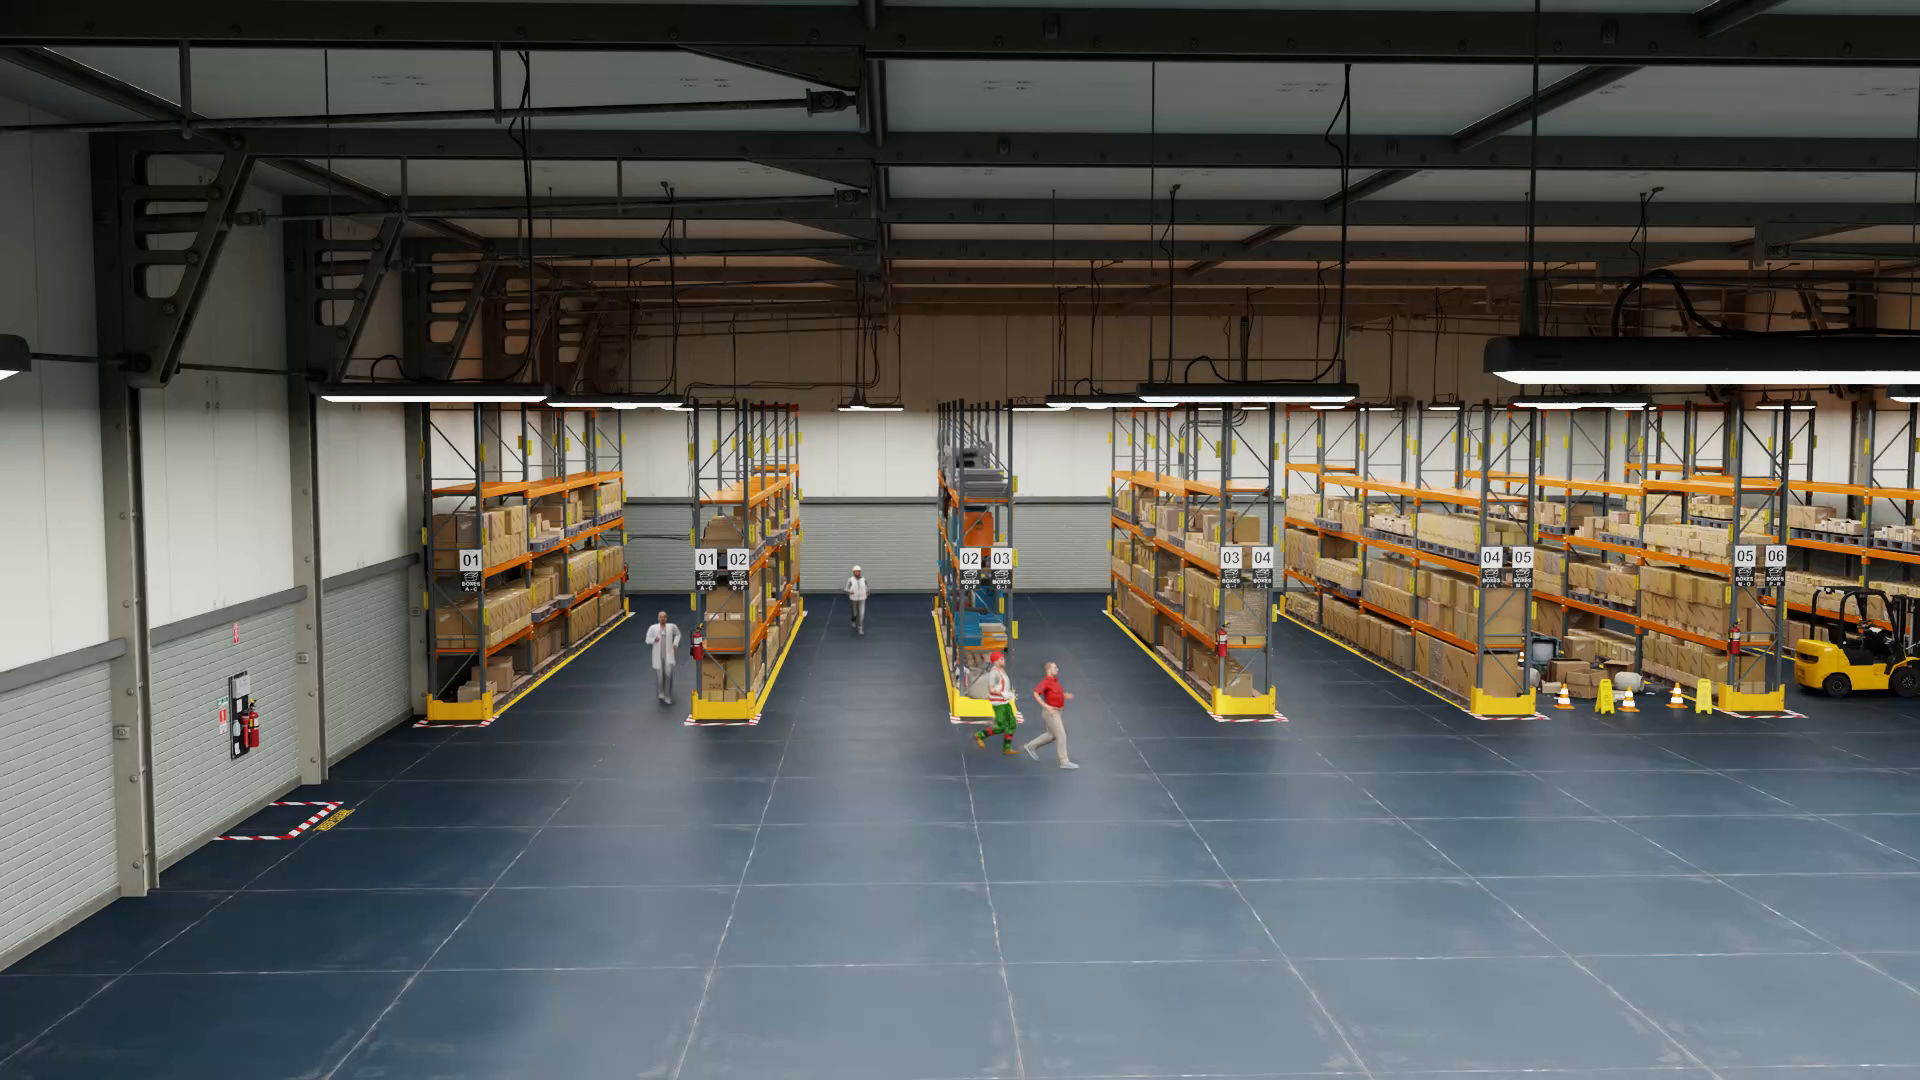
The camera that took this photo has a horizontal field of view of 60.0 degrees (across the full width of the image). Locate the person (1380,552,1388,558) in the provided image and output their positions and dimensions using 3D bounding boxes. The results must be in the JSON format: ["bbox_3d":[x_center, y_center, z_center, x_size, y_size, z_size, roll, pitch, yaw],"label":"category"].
[{"bbox_3d":[12.606,1.178,49.189,0.596,1.645,0.599,0,4,-3],"label":"person"}]

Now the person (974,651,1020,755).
[{"bbox_3d":[0.635,2.733,27.892,0.761,1.745,0.663,1,5,18],"label":"person"}]

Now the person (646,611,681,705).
[{"bbox_3d":[-5.882,2.336,32.985,0.685,1.844,0.794,-1,4,-8],"label":"person"}]

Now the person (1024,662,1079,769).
[{"bbox_3d":[1.476,2.817,26.857,0.947,1.700,0.672,1,5,17],"label":"person"}]

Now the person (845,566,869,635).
[{"bbox_3d":[-2.673,1.555,43.362,0.661,1.777,0.922,-1,4,-14],"label":"person"}]
